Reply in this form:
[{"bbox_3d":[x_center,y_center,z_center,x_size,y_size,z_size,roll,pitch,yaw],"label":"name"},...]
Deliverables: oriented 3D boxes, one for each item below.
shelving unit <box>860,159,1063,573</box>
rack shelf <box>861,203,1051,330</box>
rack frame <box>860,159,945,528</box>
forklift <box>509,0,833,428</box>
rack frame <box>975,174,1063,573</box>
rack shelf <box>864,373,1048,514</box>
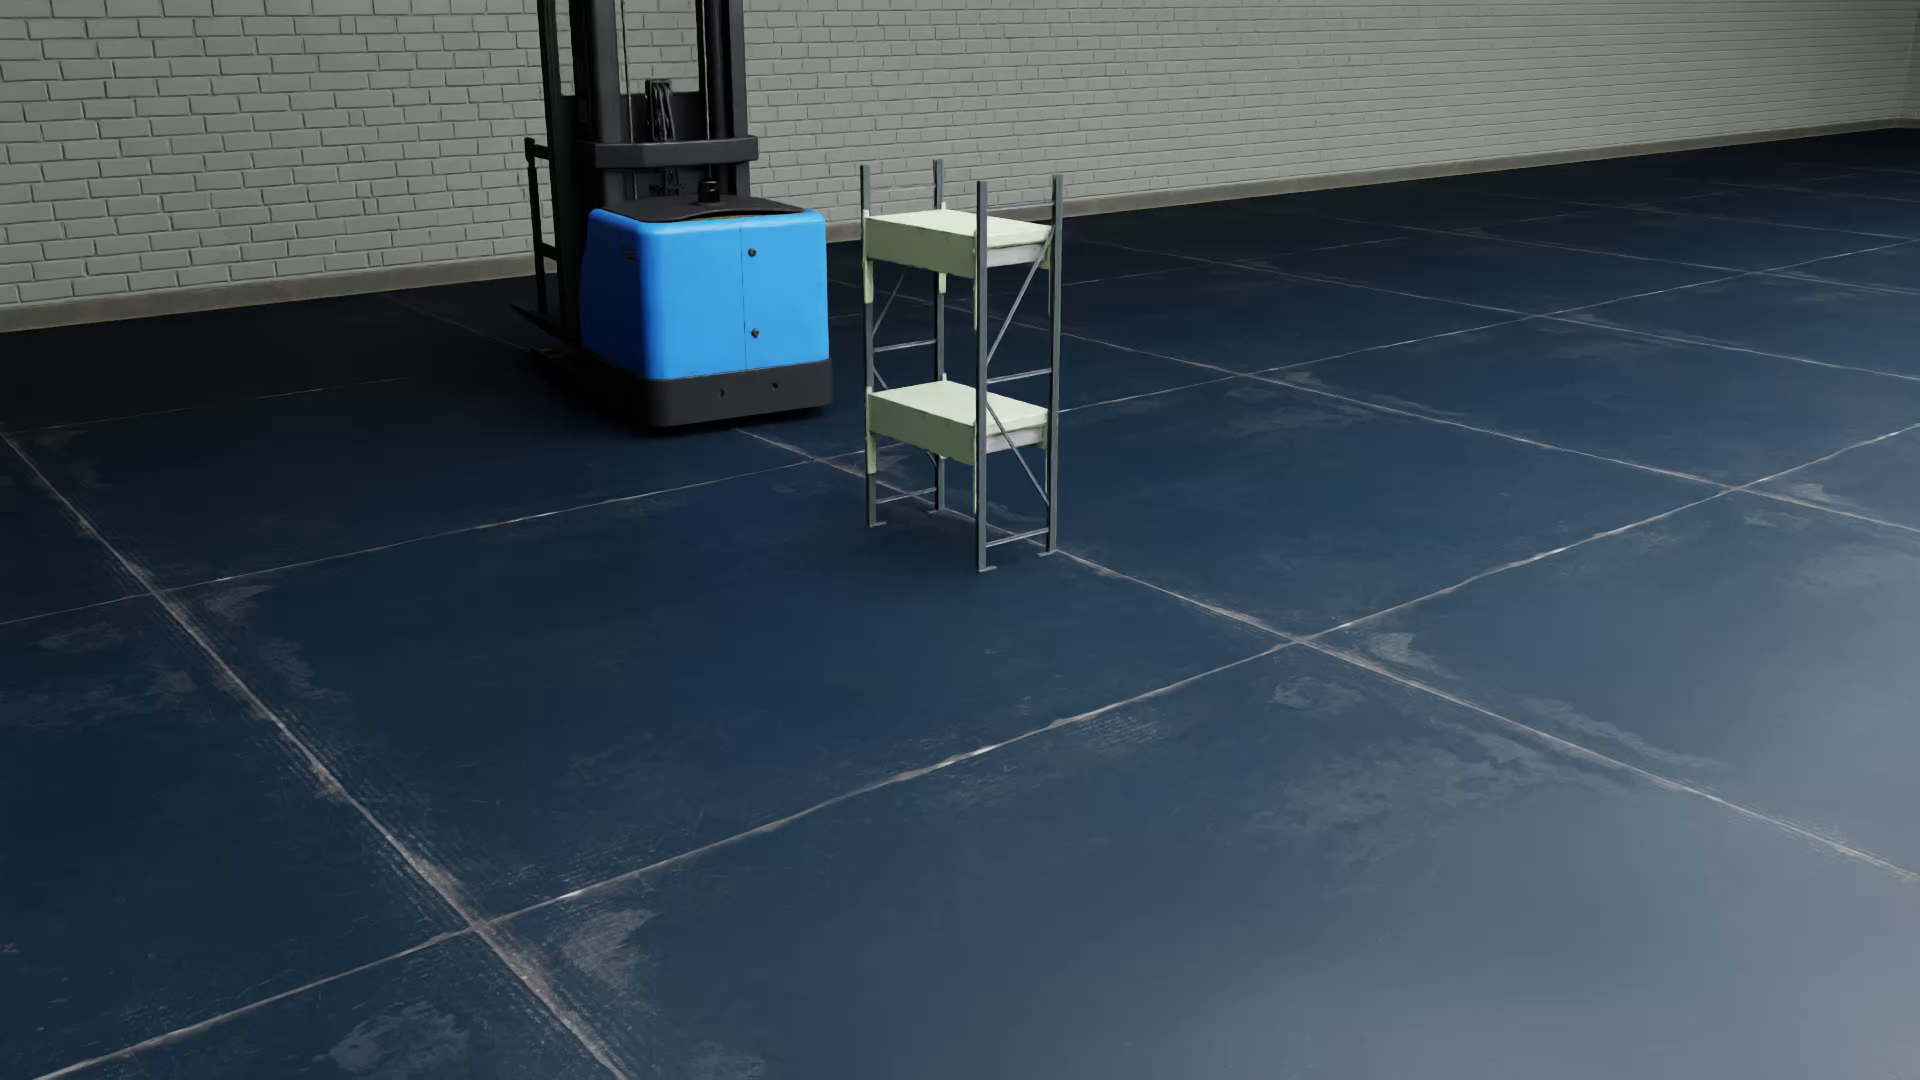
[{"bbox_3d":[-0.004,-0.714,6.632,0.431,1.500,0.755,-14,23,-36],"label":"shelving unit"},{"bbox_3d":[-0.004,-1.084,6.509,0.431,0.370,0.720,-14,23,-36],"label":"rack shelf"},{"bbox_3d":[-0.231,-0.804,6.904,0.400,1.500,0.023,-14,23,-36],"label":"rack frame"},{"bbox_3d":[-1.864,-2.371,9.359,1.130,2.935,3.031,-11,21,-29],"label":"forklift"},{"bbox_3d":[0.223,-0.623,6.359,0.400,1.500,0.023,-14,23,-36],"label":"rack frame"},{"bbox_3d":[-0.004,-0.404,6.734,0.431,0.370,0.720,-14,23,-36],"label":"rack shelf"}]
